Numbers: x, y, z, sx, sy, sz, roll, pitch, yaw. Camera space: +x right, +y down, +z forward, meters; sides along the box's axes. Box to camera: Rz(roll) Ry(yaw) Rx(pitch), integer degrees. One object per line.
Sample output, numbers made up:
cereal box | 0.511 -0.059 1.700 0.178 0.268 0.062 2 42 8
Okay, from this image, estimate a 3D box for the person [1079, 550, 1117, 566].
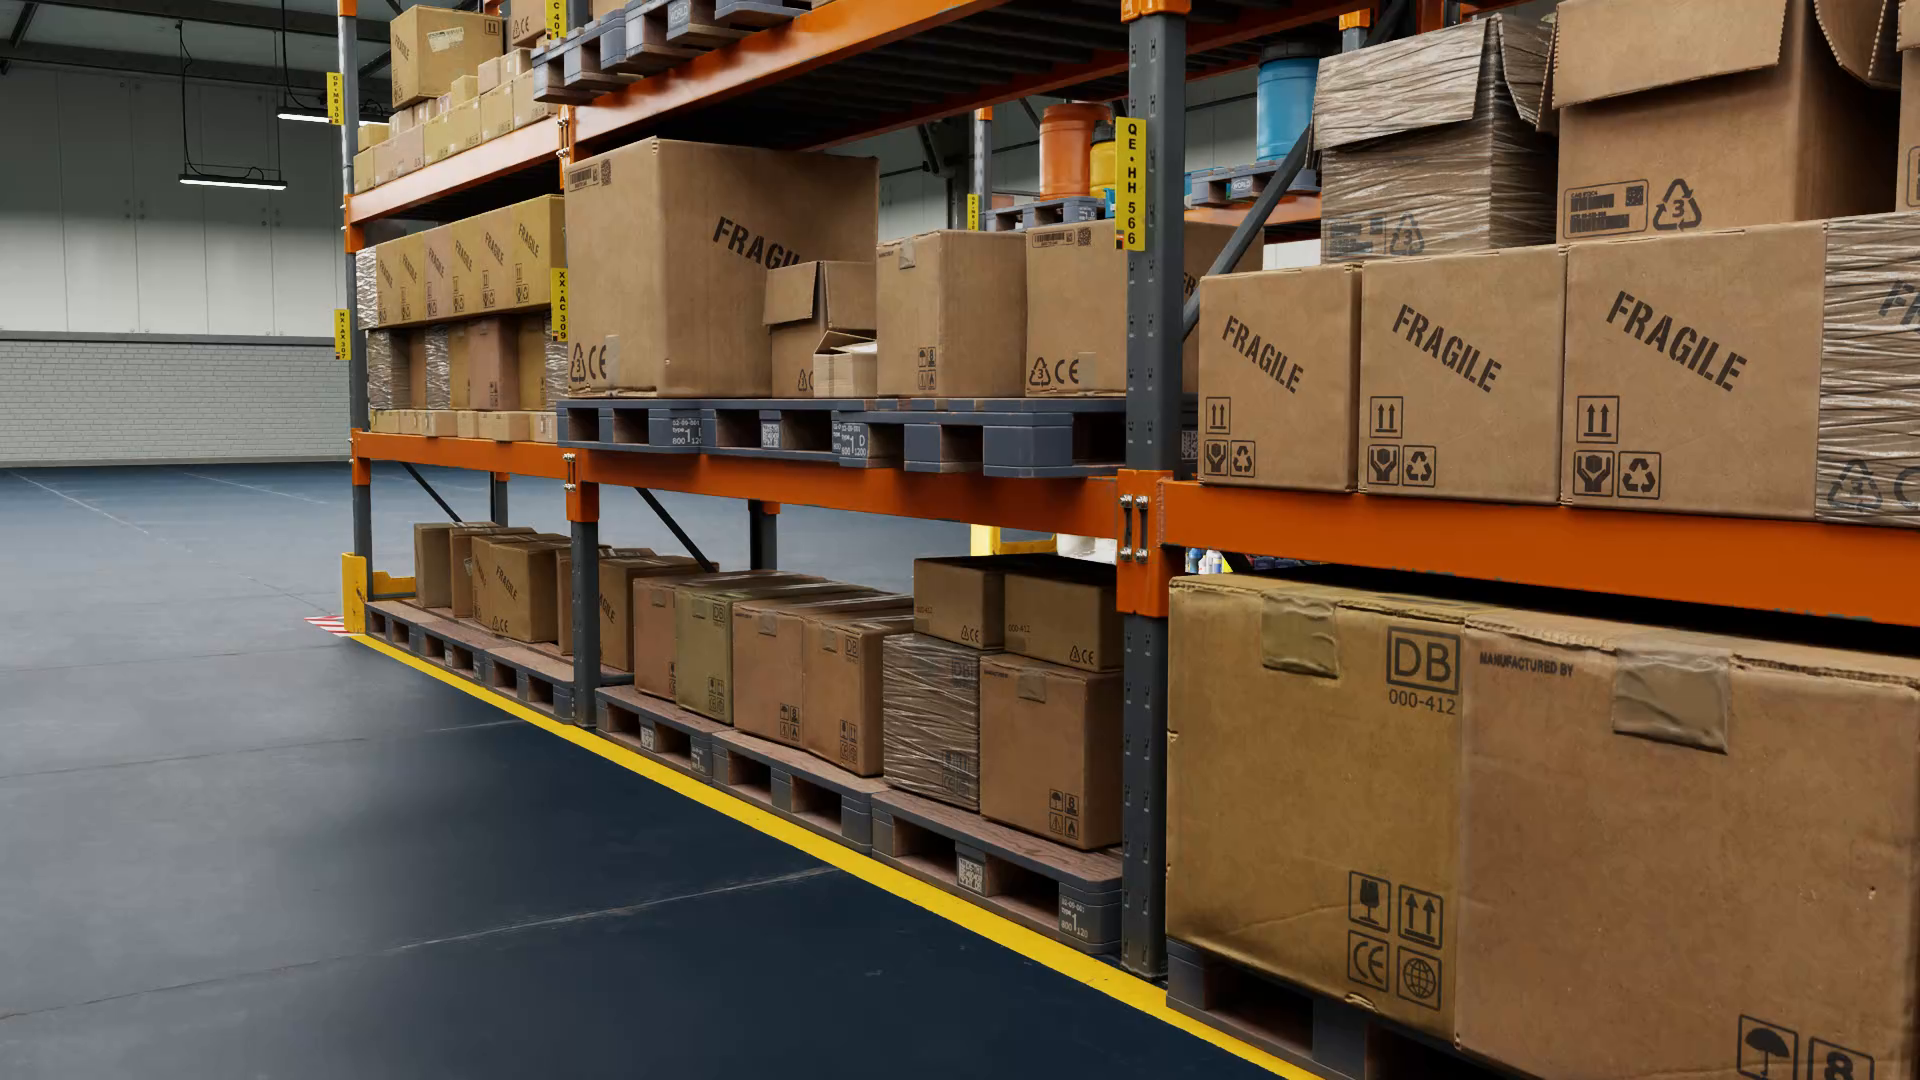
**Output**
person | 0.603 0.437 7.428 0.516 0.909 0.857 -3 6 -34
